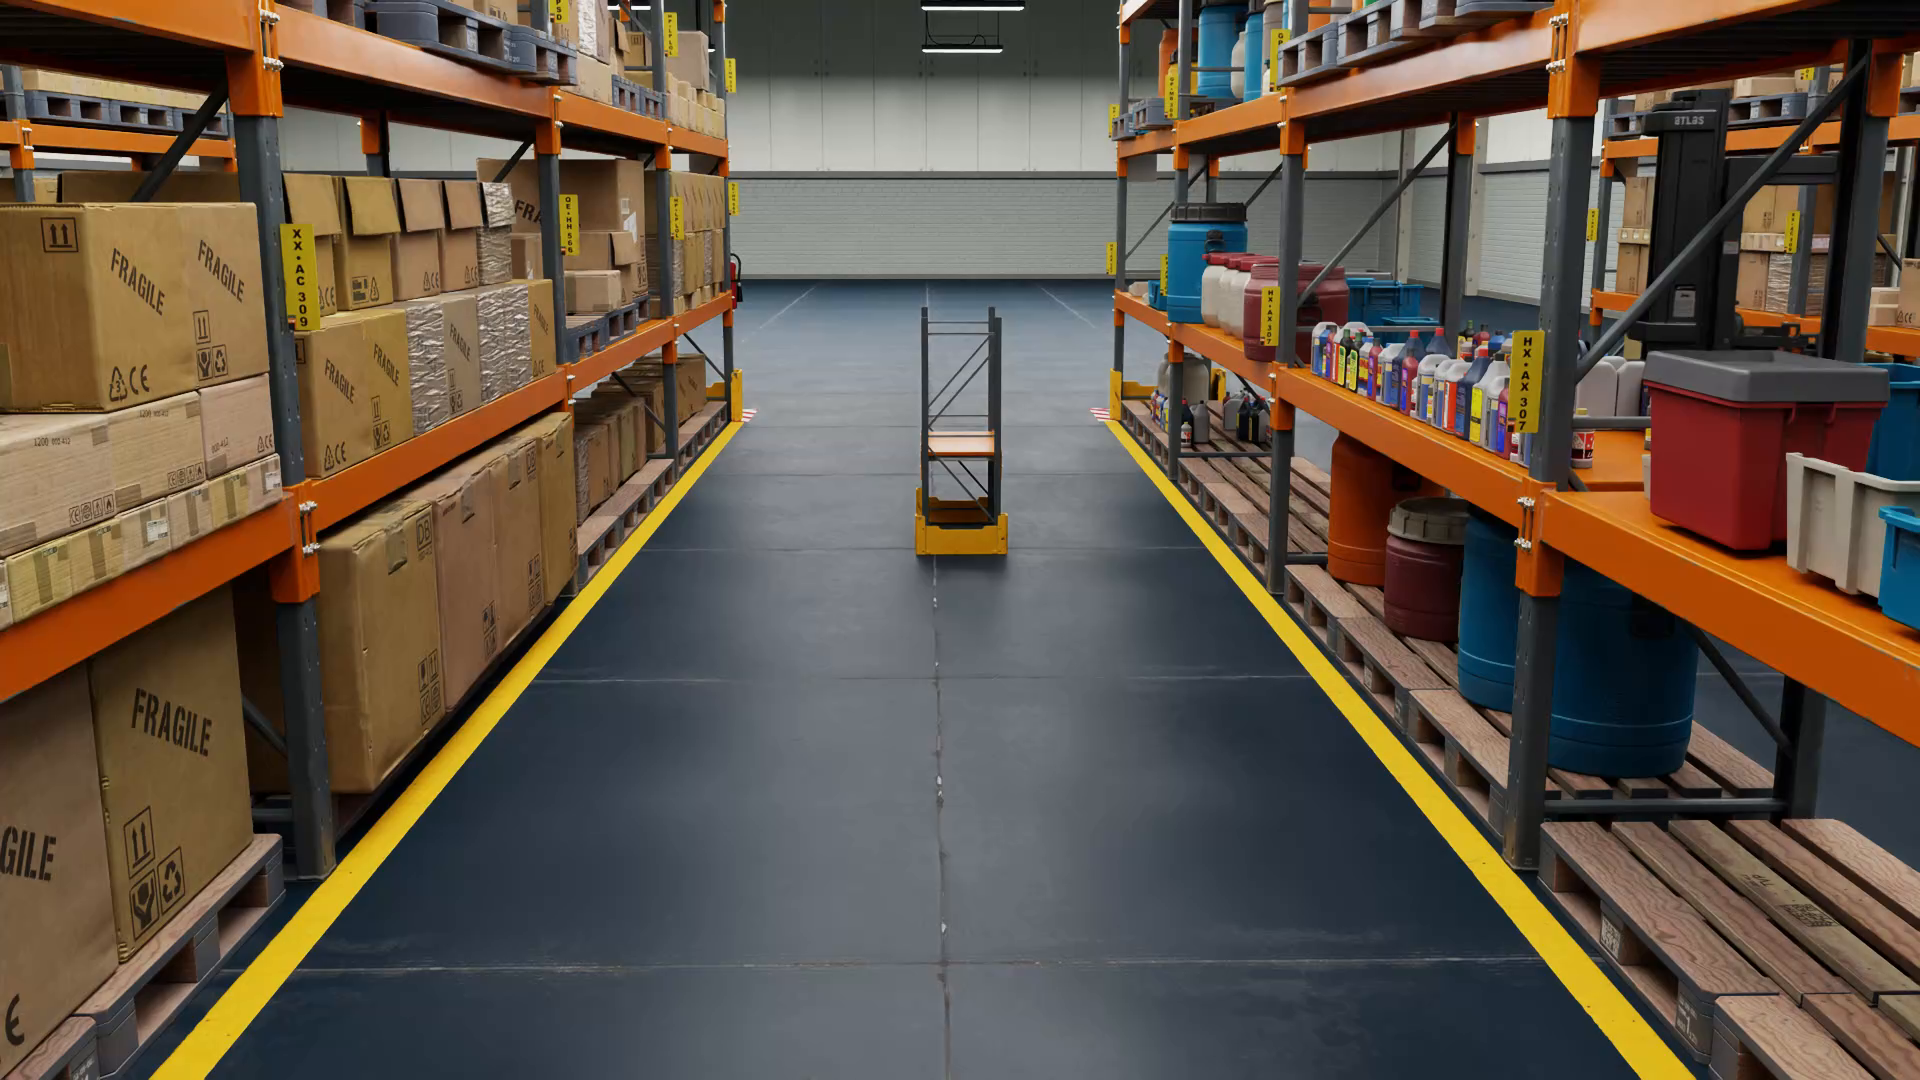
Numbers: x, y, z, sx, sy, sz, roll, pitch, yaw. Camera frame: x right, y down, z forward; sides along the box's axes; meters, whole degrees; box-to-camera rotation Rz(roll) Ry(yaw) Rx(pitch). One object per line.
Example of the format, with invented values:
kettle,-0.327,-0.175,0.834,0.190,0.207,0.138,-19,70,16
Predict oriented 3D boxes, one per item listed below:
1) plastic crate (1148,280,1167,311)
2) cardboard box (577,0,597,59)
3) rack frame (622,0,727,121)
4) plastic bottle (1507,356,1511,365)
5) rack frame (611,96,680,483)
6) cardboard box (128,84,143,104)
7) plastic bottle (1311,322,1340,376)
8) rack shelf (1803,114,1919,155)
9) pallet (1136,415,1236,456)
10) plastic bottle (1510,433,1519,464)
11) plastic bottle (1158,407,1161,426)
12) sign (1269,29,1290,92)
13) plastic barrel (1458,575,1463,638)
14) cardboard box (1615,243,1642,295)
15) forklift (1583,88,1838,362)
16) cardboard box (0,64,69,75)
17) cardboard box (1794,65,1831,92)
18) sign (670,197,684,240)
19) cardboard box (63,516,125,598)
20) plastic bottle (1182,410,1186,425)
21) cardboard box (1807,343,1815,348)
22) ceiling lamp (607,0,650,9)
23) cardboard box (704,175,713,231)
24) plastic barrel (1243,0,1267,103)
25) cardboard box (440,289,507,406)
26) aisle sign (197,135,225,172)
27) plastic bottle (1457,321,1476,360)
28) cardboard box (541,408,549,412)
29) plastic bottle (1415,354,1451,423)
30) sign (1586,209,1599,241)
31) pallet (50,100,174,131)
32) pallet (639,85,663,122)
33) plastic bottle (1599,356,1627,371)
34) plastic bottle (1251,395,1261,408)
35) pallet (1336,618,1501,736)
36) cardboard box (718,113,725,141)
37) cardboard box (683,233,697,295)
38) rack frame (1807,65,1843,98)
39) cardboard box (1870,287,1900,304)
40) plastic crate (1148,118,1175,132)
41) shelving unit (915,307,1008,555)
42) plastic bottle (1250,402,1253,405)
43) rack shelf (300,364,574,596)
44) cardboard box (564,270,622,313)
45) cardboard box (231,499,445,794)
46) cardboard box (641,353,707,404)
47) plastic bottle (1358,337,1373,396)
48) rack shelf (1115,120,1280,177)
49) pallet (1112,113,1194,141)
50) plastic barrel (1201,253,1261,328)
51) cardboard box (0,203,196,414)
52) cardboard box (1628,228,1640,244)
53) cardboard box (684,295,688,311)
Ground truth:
plastic crate,1.893,-2.106,14.270,0.499,0.251,0.616,0,11,-1
cardboard box,-2.441,-3.104,9.761,0.500,0.500,0.500,0,11,-1
rack frame,-2.847,-5.675,16.398,1.000,3.000,0.127,0,11,-1
plastic bottle,2.704,-0.823,8.072,0.097,0.201,0.097,0,11,0
rack frame,-2.765,-1.940,13.076,1.000,3.000,0.127,0,11,-1
cardboard box,-7.425,-3.917,14.603,0.380,0.149,0.250,0,11,0
plastic bottle,1.956,-1.017,8.838,0.152,0.276,0.135,0,11,-1
rack shelf,7.181,-2.700,11.086,1.077,0.370,4.000,0,11,-1
pallet,2.187,-0.970,15.310,1.003,0.211,1.213,0,11,-1
plastic bottle,1.992,-0.372,5.850,0.097,0.201,0.097,0,11,0
plastic bottle,1.842,-1.130,15.016,0.097,0.201,0.097,0,11,0
sign,1.720,-2.580,8.951,0.100,0.325,0.005,0,11,-1
plastic barrel,2.422,0.282,7.325,0.421,0.512,0.421,0,11,0
cardboard box,7.054,-2.731,16.724,0.700,0.500,0.500,0,11,-1
forklift,5.474,-1.564,11.395,3.031,2.935,1.130,4,12,19
cardboard box,-7.456,-3.835,13.194,0.500,0.250,0.500,0,11,-1
cardboard box,7.382,-3.889,13.955,0.500,0.311,0.500,-1,12,-4
sign,-2.210,-2.510,12.975,0.100,0.325,0.005,0,11,-1
cardboard box,-2.244,0.038,3.961,0.380,0.149,0.250,0,11,0
plastic bottle,1.848,-0.939,13.867,0.061,0.283,0.133,0,11,2
cardboard box,7.422,-1.498,14.870,0.500,0.500,0.500,0,11,-1
ceiling lamp,-6.819,-11.766,31.741,2.000,3.185,0.800,0,11,-1
cardboard box,-2.565,-3.112,15.342,0.500,0.500,0.500,0,11,-1
plastic barrel,2.415,-3.576,12.334,0.600,0.901,0.708,0,11,-1
cardboard box,-2.406,-0.894,7.670,0.500,0.500,0.500,-1,11,-3
aisle sign,-7.510,-4.024,16.810,0.394,0.787,0.004,0,11,-1
plastic bottle,2.705,-1.029,8.880,0.061,0.283,0.133,0,11,-1
cardboard box,-2.726,-0.636,9.942,0.500,0.250,0.500,0,11,1
plastic bottle,1.996,-0.632,6.940,0.152,0.276,0.135,0,11,-1
sign,6.502,-3.237,17.092,0.100,0.325,0.005,0,11,-1
pallet,-7.754,-3.771,14.779,1.003,0.211,1.213,0,11,-1
pallet,-2.858,-3.195,12.189,1.213,0.211,1.003,0,11,-1
plastic bottle,2.700,-0.633,6.945,0.152,0.276,0.135,0,11,-1
plastic bottle,2.582,-1.077,14.380,0.144,0.351,0.185,-1,11,-4
pallet,2.350,0.600,7.570,1.003,0.211,1.213,0,11,-1
cardboard box,-2.583,-4.037,16.244,0.500,0.250,0.500,0,11,0
cardboard box,-2.687,-2.324,13.969,0.875,0.500,0.500,0,11,-1
rack frame,7.140,-4.920,12.676,1.000,3.000,0.127,0,11,-1
cardboard box,7.194,-1.808,12.806,0.500,0.250,0.500,0,11,2
plastic crate,1.750,-3.618,14.468,0.243,0.136,0.396,0,11,-1
shelving unit,-0.002,-0.750,10.985,0.587,1.500,1.083,0,11,-1
plastic bottle,2.541,-1.067,14.531,0.097,0.271,0.097,0,11,0
rack shelf,-2.641,-0.394,7.268,1.077,0.370,4.000,0,11,-1
cardboard box,-2.487,-1.611,10.776,0.500,0.250,0.500,-1,11,-3
cardboard box,-2.632,0.359,6.033,1.225,0.875,0.875,0,11,-1
cardboard box,-2.851,-1.591,16.589,0.500,0.500,0.500,2,12,9
plastic bottle,1.948,-0.827,7.914,0.097,0.271,0.097,0,11,0
rack shelf,2.146,-3.475,14.909,1.077,0.370,4.000,0,11,-1
pallet,2.024,-3.968,16.003,1.003,0.211,1.213,0,11,-1
plastic barrel,1.988,-1.836,12.220,0.433,0.535,0.433,0,11,0
cardboard box,-2.316,-0.599,4.212,0.500,0.500,0.500,0,11,-1
cardboard box,6.858,-3.010,16.470,0.380,0.149,0.250,-1,11,-3
cardboard box,-2.508,-2.009,14.052,0.380,0.149,0.250,0,11,-1
